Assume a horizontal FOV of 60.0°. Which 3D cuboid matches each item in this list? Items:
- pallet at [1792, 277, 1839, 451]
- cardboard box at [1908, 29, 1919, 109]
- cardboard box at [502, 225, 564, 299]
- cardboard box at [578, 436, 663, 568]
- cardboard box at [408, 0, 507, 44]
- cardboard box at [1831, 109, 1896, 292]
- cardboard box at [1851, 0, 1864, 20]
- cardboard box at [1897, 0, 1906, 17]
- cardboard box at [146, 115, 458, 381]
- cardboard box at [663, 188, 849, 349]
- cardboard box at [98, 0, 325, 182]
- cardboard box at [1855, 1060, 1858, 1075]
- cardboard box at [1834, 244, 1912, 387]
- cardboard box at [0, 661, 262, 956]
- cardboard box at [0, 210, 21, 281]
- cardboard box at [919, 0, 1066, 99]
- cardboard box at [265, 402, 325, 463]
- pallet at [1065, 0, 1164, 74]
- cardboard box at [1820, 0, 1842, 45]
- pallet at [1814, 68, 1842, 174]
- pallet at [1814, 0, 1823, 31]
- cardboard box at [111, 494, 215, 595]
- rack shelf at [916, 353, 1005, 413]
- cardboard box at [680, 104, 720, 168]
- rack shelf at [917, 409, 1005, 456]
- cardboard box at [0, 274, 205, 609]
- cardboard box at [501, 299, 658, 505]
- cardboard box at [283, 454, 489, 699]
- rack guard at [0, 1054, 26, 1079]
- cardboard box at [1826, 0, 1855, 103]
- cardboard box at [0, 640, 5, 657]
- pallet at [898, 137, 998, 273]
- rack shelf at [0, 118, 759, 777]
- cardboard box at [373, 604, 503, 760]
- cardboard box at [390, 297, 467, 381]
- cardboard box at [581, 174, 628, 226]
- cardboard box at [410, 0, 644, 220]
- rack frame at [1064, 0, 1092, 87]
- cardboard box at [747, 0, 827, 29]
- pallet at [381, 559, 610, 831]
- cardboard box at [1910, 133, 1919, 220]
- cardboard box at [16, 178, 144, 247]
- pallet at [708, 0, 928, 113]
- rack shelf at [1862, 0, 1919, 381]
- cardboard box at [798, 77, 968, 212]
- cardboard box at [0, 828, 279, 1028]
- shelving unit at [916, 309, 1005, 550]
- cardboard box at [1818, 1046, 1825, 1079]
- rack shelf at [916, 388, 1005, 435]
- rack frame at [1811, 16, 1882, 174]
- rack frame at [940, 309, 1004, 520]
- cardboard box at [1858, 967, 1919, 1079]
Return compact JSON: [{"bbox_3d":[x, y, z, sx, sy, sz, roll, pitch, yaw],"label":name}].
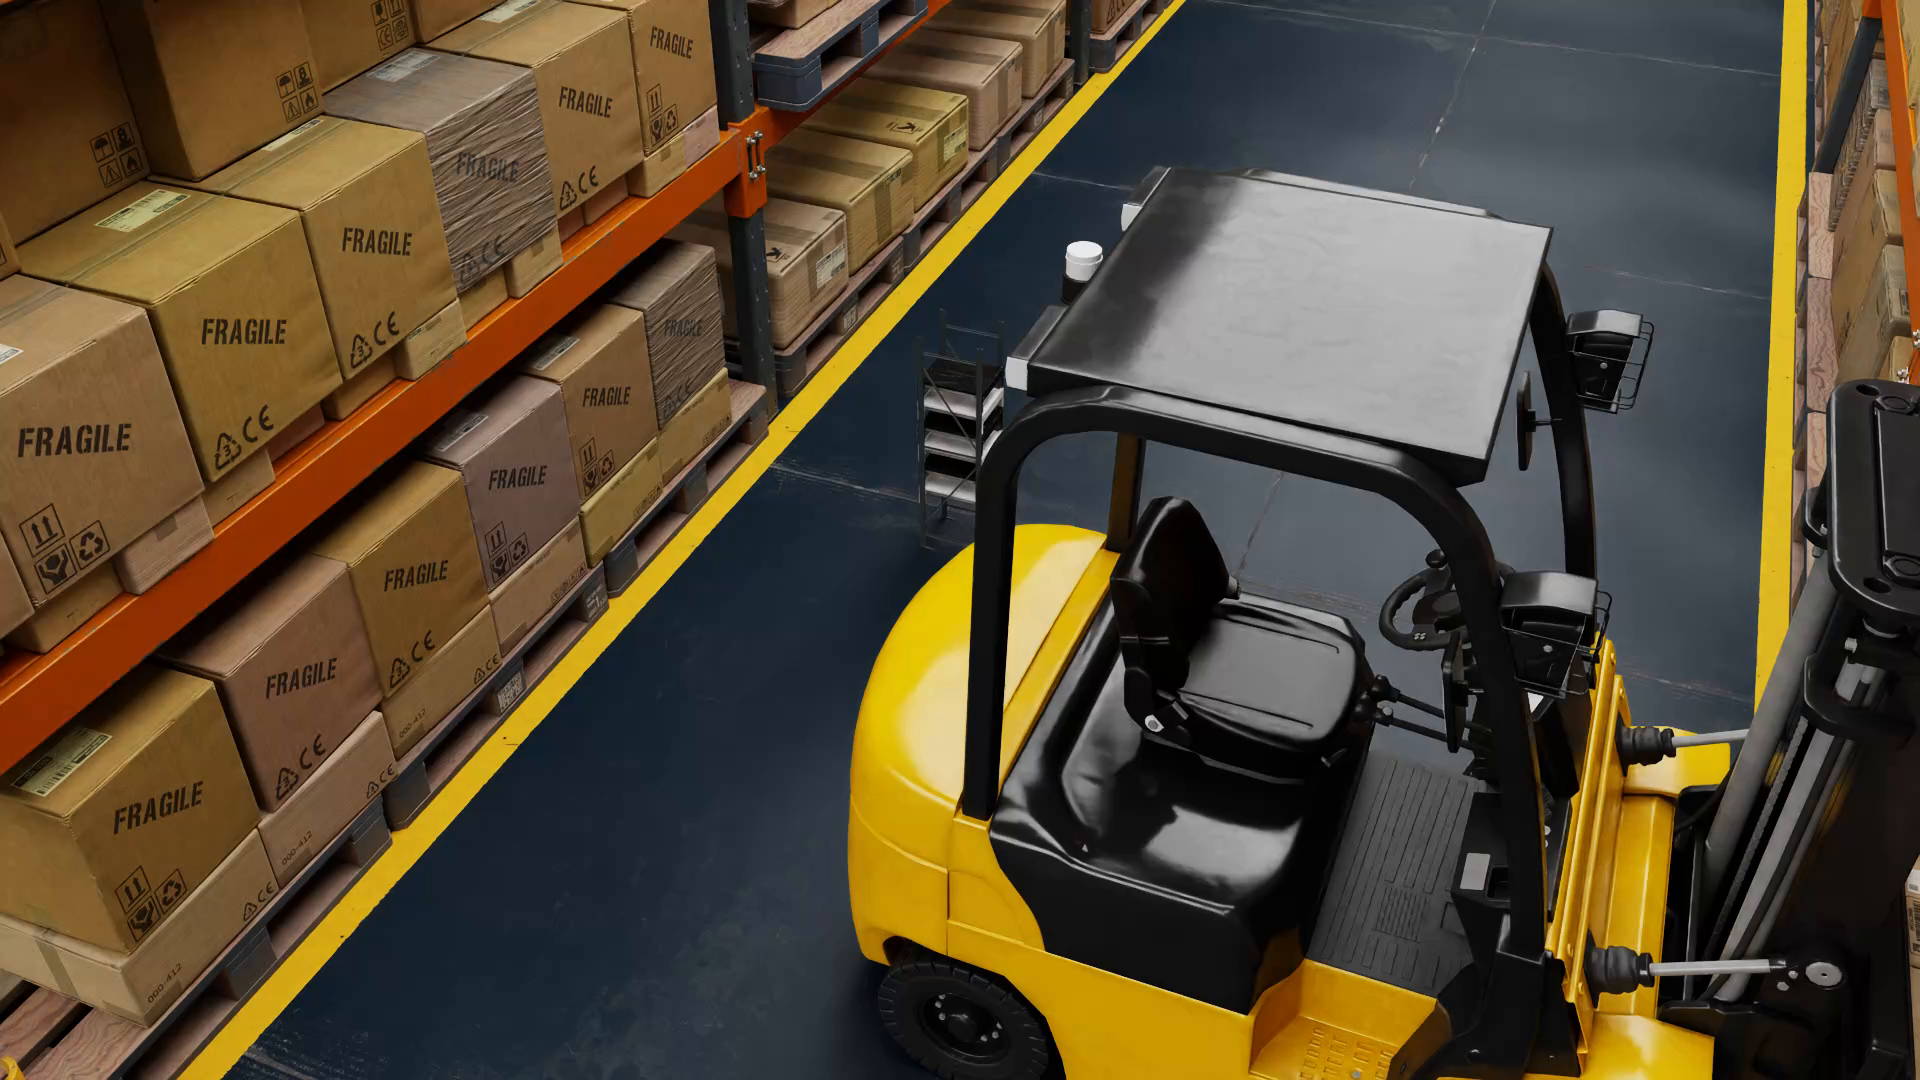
[{"bbox_3d":[4.056,-0.660,6.957,1.003,0.211,1.213,14,39,18],"label":"pallet"},{"bbox_3d":[3.891,-1.796,6.272,0.500,0.250,0.500,15,39,19],"label":"cardboard box"},{"bbox_3d":[-1.467,-0.900,5.158,0.380,0.149,0.250,13,39,17],"label":"cardboard box"},{"bbox_3d":[-1.413,-0.192,5.947,0.500,0.250,0.500,13,39,17],"label":"cardboard box"},{"bbox_3d":[-1.826,-1.898,5.117,0.700,0.500,0.500,14,39,18],"label":"cardboard box"},{"bbox_3d":[4.379,-1.408,7.261,0.875,0.625,0.625,15,39,19],"label":"cardboard box"},{"bbox_3d":[4.900,-2.813,8.703,0.380,0.149,0.250,12,38,15],"label":"cardboard box"},{"bbox_3d":[4.280,-2.369,7.040,0.500,0.250,0.500,13,39,17],"label":"cardboard box"},{"bbox_3d":[-1.755,-0.808,4.493,0.500,0.500,0.500,13,39,17],"label":"cardboard box"},{"bbox_3d":[-1.046,-1.217,7.217,0.950,0.372,0.625,14,39,18],"label":"cardboard box"},{"bbox_3d":[-2.156,-1.317,4.340,0.700,0.500,0.500,14,39,17],"label":"cardboard box"},{"bbox_3d":[2.101,1.359,3.455,0.500,0.250,0.500,13,39,17],"label":"cardboard box"},{"bbox_3d":[3.839,-0.619,6.205,0.875,0.625,0.625,13,39,17],"label":"cardboard box"},{"bbox_3d":[-2.194,0.640,4.208,0.500,0.500,0.500,13,39,16],"label":"cardboard box"},{"bbox_3d":[-2.573,-0.767,3.603,0.700,0.500,0.500,14,39,18],"label":"cardboard box"},{"bbox_3d":[0.055,-2.831,9.376,0.950,0.372,0.625,11,38,15],"label":"cardboard box"},{"bbox_3d":[-1.934,-0.349,4.421,0.380,0.149,0.250,15,39,19],"label":"cardboard box"},{"bbox_3d":[0.649,-3.328,10.526,1.003,0.211,1.213,14,39,18],"label":"pallet"},{"bbox_3d":[5.410,-3.204,9.768,0.500,0.500,0.500,12,39,16],"label":"cardboard box"},{"bbox_3d":[5.190,-2.185,8.997,1.003,0.211,1.213,14,39,18],"label":"pallet"},{"bbox_3d":[6.118,-3.536,10.804,1.003,0.211,1.213,14,39,18],"label":"pallet"},{"bbox_3d":[-2.046,-0.038,4.005,0.380,0.149,0.250,14,39,18],"label":"cardboard box"},{"bbox_3d":[0.003,-0.554,5.845,0.258,0.077,0.200,14,39,18],"label":"rack shelf"},{"bbox_3d":[-1.083,-1.463,5.911,0.380,0.149,0.250,13,39,17],"label":"cardboard box"},{"bbox_3d":[0.003,-0.410,5.953,0.258,0.077,0.200,14,39,18],"label":"rack shelf"},{"bbox_3d":[-2.134,-0.242,3.736,0.500,0.500,0.500,15,39,19],"label":"cardboard box"},{"bbox_3d":[-1.412,-0.507,5.743,0.500,0.500,0.500,15,39,19],"label":"cardboard box"},{"bbox_3d":[-1.800,0.073,4.966,0.500,0.500,0.500,15,39,19],"label":"cardboard box"},{"bbox_3d":[-2.736,1.363,4.009,1.175,0.500,0.348,14,39,18],"label":"rack guard"},{"bbox_3d":[5.033,-2.622,8.989,0.500,0.500,0.500,13,39,17],"label":"cardboard box"},{"bbox_3d":[-2.361,0.220,3.659,0.380,0.149,0.250,14,39,18],"label":"cardboard box"},{"bbox_3d":[-0.485,-1.803,8.486,1.003,0.211,1.213,14,39,18],"label":"pallet"},{"bbox_3d":[-2.004,-0.415,4.901,1.077,0.370,4.000,14,39,18],"label":"rack shelf"},{"bbox_3d":[-1.805,0.367,5.199,0.500,0.250,0.500,16,40,21],"label":"cardboard box"},{"bbox_3d":[-1.656,-0.614,4.776,0.380,0.149,0.250,14,39,18],"label":"cardboard box"},{"bbox_3d":[-1.343,-1.196,5.555,0.380,0.149,0.250,14,39,18],"label":"cardboard box"},{"bbox_3d":[-1.372,-1.381,5.260,0.500,0.500,0.500,15,39,19],"label":"cardboard box"},{"bbox_3d":[0.279,-4.025,9.130,1.000,3.000,0.127,14,39,18],"label":"rack frame"},{"bbox_3d":[-0.741,-2.112,6.430,0.380,0.149,0.250,14,39,18],"label":"cardboard box"},{"bbox_3d":[-1.929,0.364,5.587,1.003,0.211,1.213,14,39,18],"label":"pallet"},{"bbox_3d":[3.485,-1.240,5.529,0.500,0.250,0.500,14,39,17],"label":"cardboard box"},{"bbox_3d":[-2.425,-0.671,4.310,0.500,0.500,0.500,14,39,18],"label":"cardboard box"},{"bbox_3d":[-0.818,-2.124,6.746,1.003,0.211,1.213,14,39,18],"label":"pallet"},{"bbox_3d":[4.110,-1.501,6.354,1.077,0.370,4.000,14,39,18],"label":"rack shelf"},{"bbox_3d":[-0.512,-2.002,8.267,0.950,0.372,0.625,15,39,19],"label":"cardboard box"},{"bbox_3d":[-2.202,0.953,4.415,0.500,0.250,0.500,14,39,17],"label":"cardboard box"},{"bbox_3d":[0.003,-0.365,5.987,0.258,0.900,0.210,14,39,18],"label":"shelving unit"},{"bbox_3d":[2.287,1.293,3.961,0.500,0.250,0.500,15,39,19],"label":"cardboard box"},{"bbox_3d":[0.003,-0.482,5.899,0.258,0.077,0.200,14,39,18],"label":"rack shelf"},{"bbox_3d":[4.871,-2.897,7.620,1.000,3.000,0.127,14,39,18],"label":"rack frame"},{"bbox_3d":[0.042,-0.421,6.062,0.240,0.900,0.006,14,39,18],"label":"rack frame"},{"bbox_3d":[2.085,1.173,3.285,0.500,0.250,0.500,14,39,18],"label":"cardboard box"}]
